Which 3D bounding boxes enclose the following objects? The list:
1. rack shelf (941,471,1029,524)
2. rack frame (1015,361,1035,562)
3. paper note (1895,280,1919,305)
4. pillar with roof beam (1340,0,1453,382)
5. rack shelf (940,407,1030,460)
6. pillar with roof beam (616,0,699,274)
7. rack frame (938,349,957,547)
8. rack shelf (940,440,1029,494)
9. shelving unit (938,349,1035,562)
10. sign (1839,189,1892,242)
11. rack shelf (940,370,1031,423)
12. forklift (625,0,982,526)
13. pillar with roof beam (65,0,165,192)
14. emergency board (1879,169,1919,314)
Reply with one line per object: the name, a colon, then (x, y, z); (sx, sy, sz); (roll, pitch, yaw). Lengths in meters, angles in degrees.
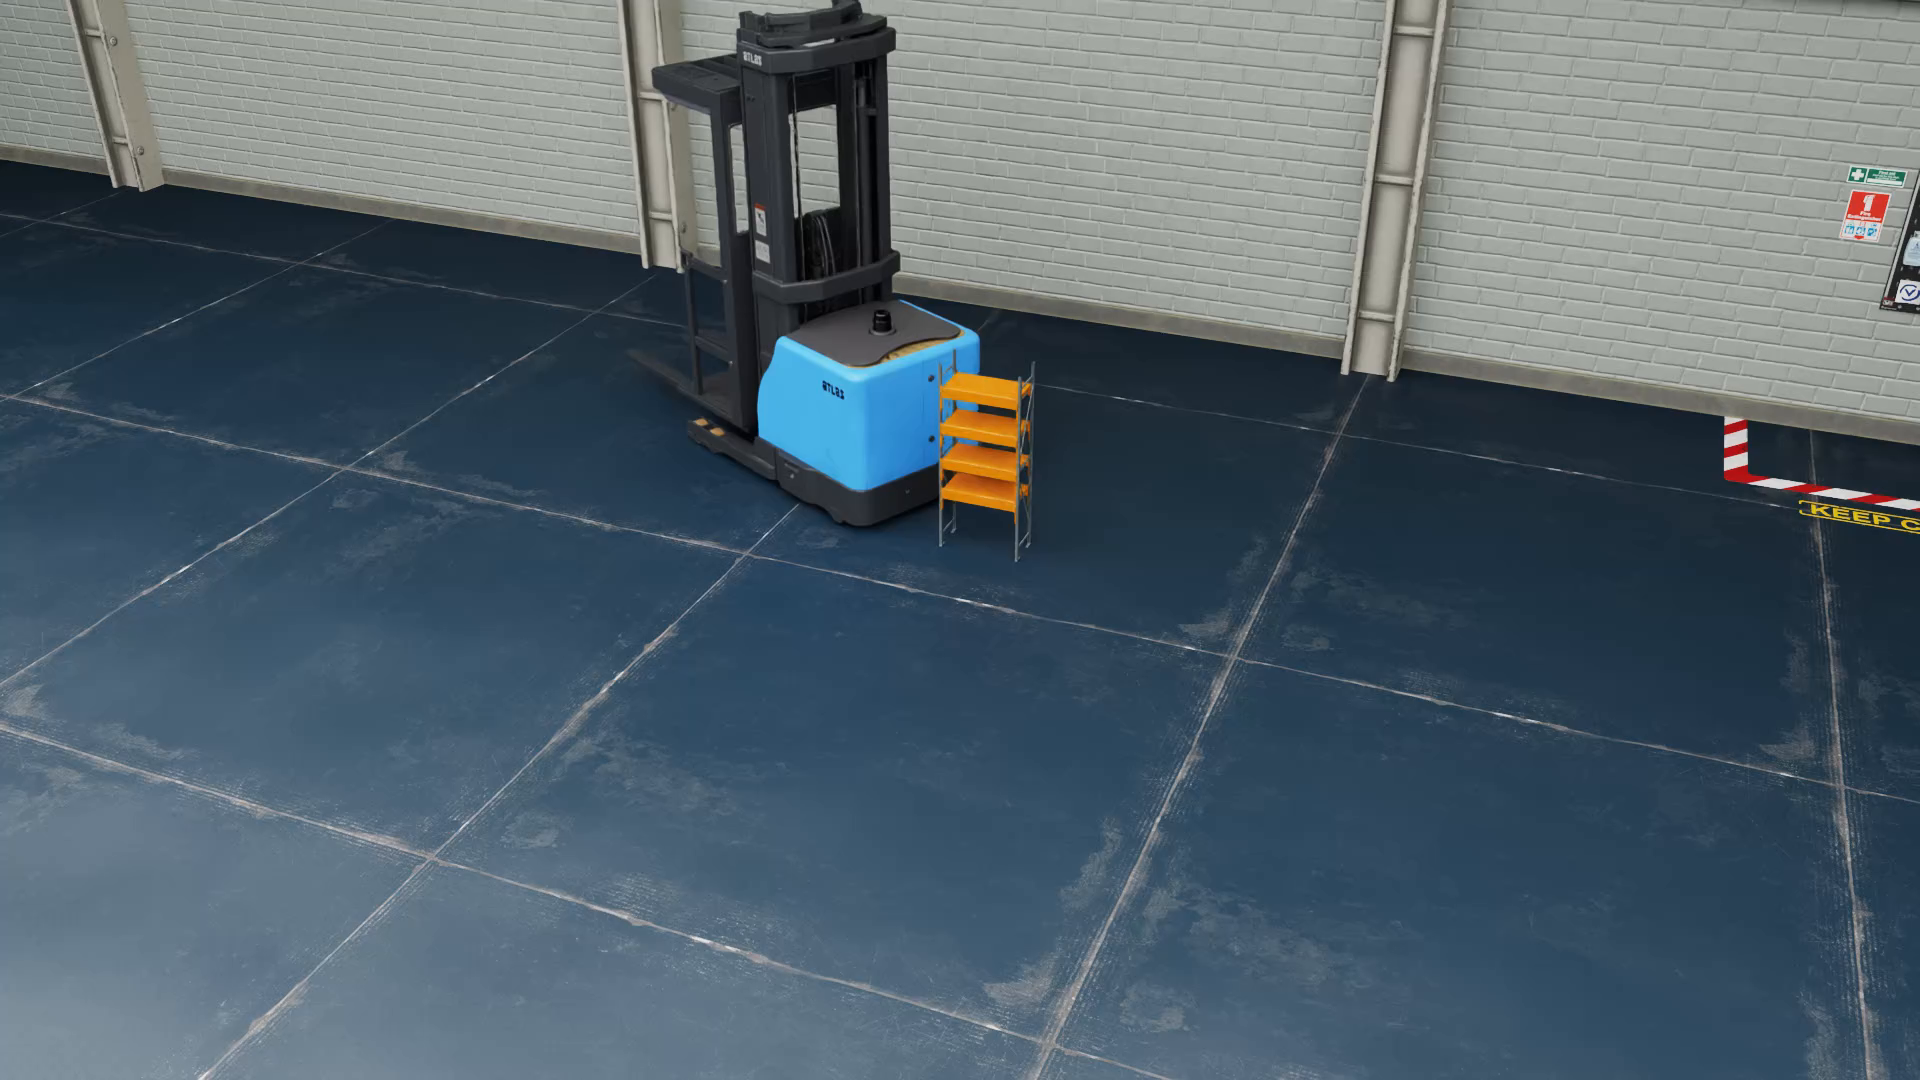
rack shelf: (0.153, -0.260, 9.943); (0.480, 0.148, 0.258); (11, 31, 19)
rack frame: (0.379, -0.447, 9.732); (0.015, 1.200, 0.240); (11, 31, 19)
paper note: (6.212, -1.620, 10.874); (0.142, 0.148, 0.016); (11, 31, 19)
pillar with roof beam: (1.447, -3.223, 6.718); (0.400, 9.000, 9.100); (11, 31, 19)
rack shelf: (0.153, -0.628, 9.735); (0.480, 0.148, 0.258); (11, 31, 19)
pillar with roof beam: (-4.113, -4.333, 8.682); (0.400, 9.000, 9.100); (11, 31, 19)
rack frame: (-0.073, -0.537, 9.892); (0.015, 1.200, 0.240); (11, 31, 19)
rack shelf: (0.153, -0.433, 9.845); (0.480, 0.148, 0.258); (11, 31, 19)
shelving unit: (0.153, -0.492, 9.812); (0.503, 1.200, 0.258); (11, 31, 19)
sign: (5.876, -2.104, 10.799); (0.234, 0.329, 0.001); (11, 31, 19)
rack shelf: (0.153, -0.834, 9.619); (0.480, 0.148, 0.258); (11, 31, 19)
forklift: (-1.207, -2.007, 10.733); (1.130, 2.935, 3.031); (-23, 37, -35)
pillar with roof beam: (-9.672, -5.443, 10.646); (0.400, 9.000, 9.100); (11, 31, 19)
emergency board: (6.349, -1.949, 10.561); (0.626, 1.169, 0.157); (11, 31, 19)
